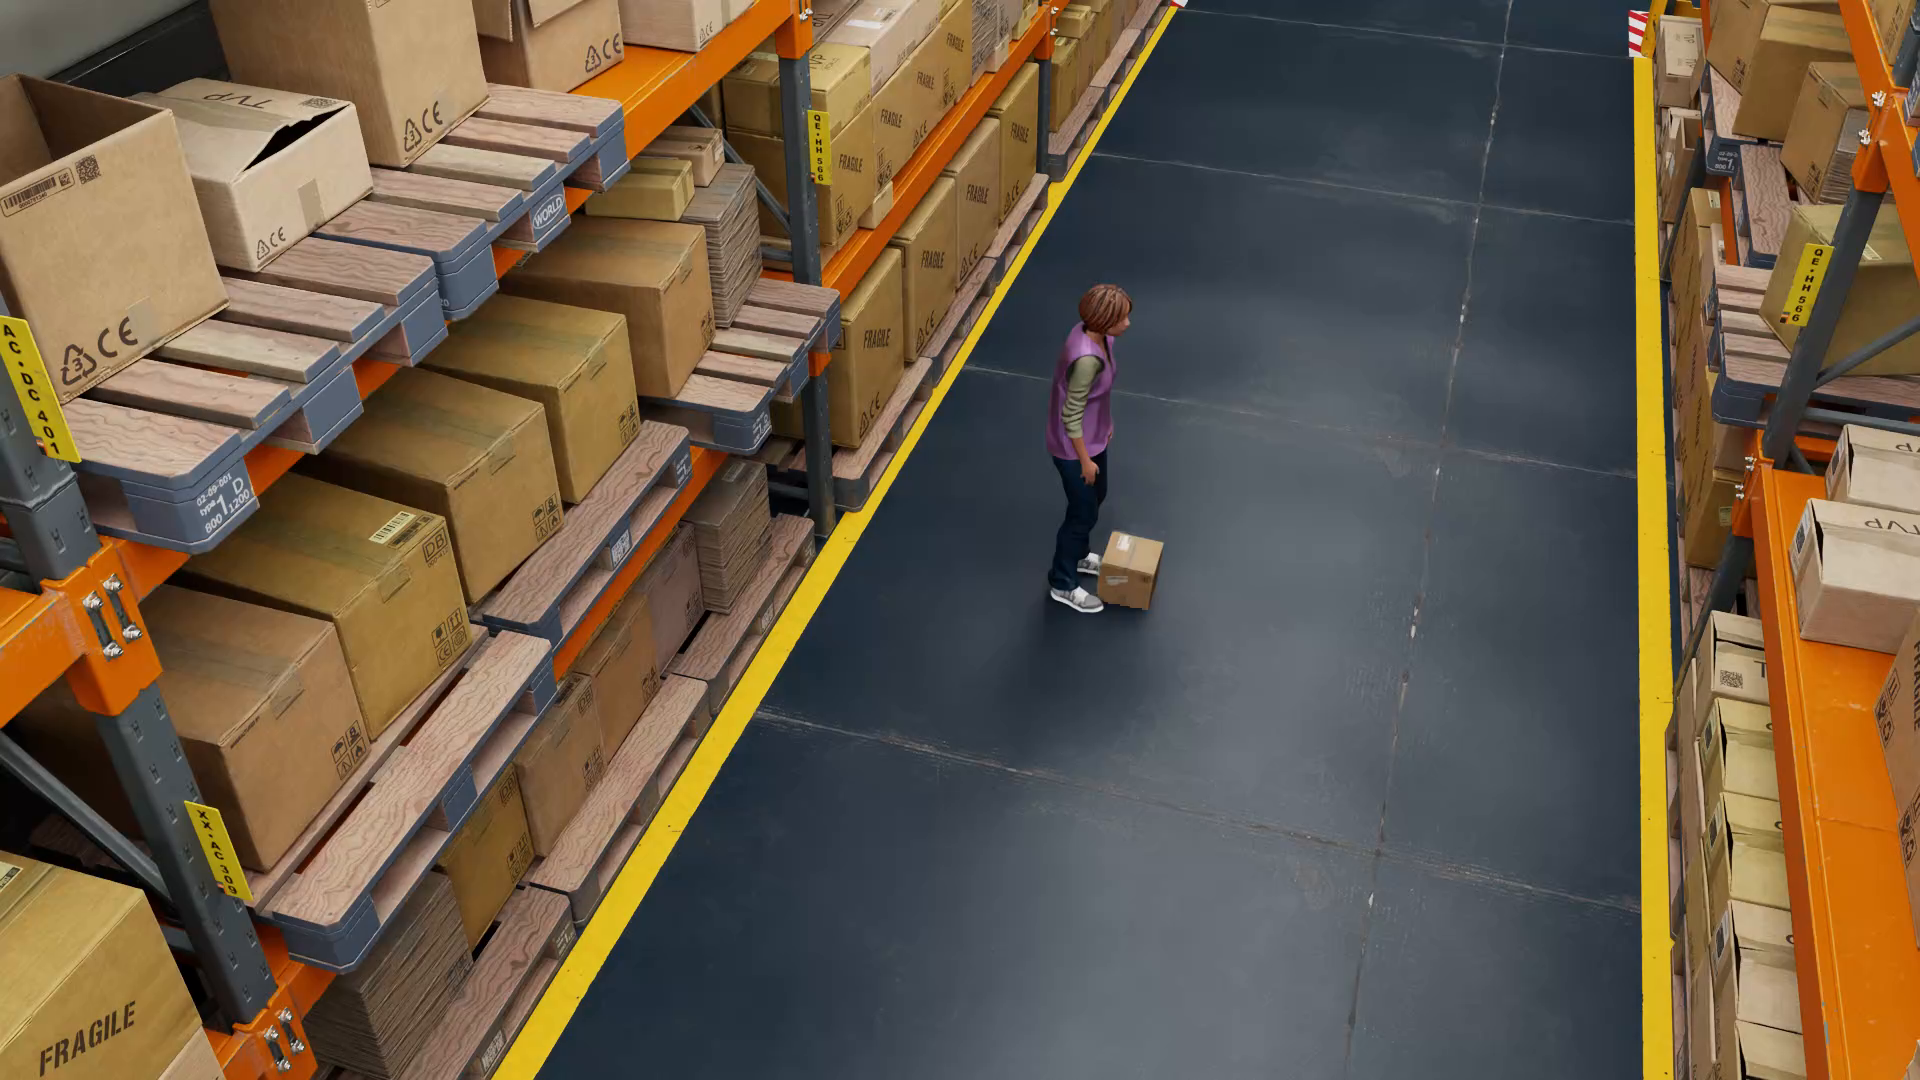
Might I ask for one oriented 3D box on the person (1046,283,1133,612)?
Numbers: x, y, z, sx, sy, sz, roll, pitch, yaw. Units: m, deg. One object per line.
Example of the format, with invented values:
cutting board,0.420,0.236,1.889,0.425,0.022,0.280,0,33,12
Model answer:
person,0.558,-0.435,7.463,0.336,1.594,0.460,10,39,12
